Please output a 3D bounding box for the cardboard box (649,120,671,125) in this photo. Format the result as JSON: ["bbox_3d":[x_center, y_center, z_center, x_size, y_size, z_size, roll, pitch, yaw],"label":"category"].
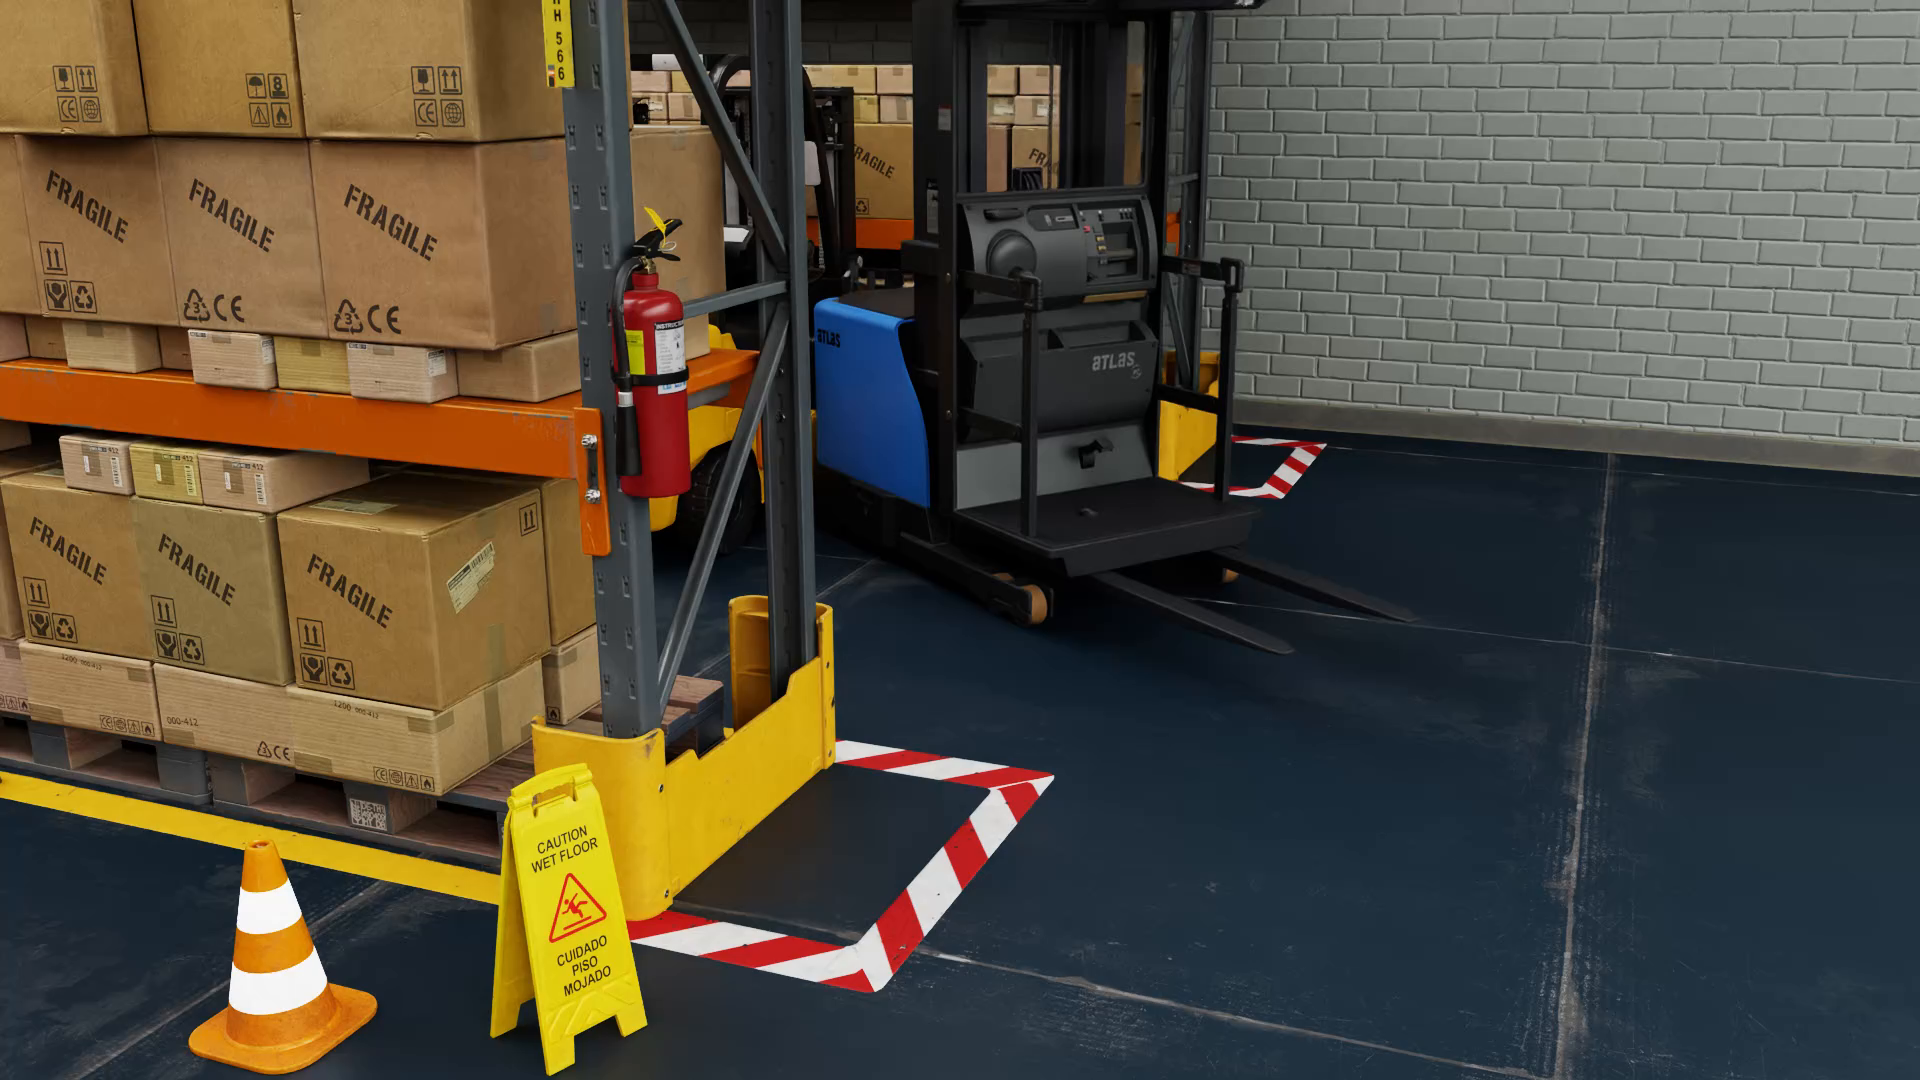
[{"bbox_3d":[-1.774,-2.196,9.680,0.500,0.500,0.500,7,17,22],"label":"cardboard box"}]

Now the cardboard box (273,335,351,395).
[{"bbox_3d":[-1.612,-0.505,4.482,0.250,0.149,0.380,6,17,20],"label":"cardboard box"}]

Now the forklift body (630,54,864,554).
[{"bbox_3d":[-1.294,-1.214,7.999,1.214,2.155,2.313,6,17,21],"label":"forklift body"}]

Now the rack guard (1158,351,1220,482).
[{"bbox_3d":[1.162,-0.698,9.183,0.348,0.500,1.175,6,17,21],"label":"rack guard"}]

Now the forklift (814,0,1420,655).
[{"bbox_3d":[0.534,-1.217,6.609,1.130,2.935,3.031,-10,19,-31],"label":"forklift"}]

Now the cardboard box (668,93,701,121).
[{"bbox_3d":[-1.442,-2.452,9.397,0.250,0.149,0.380,6,17,20],"label":"cardboard box"}]

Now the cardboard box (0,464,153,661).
[{"bbox_3d":[-2.473,0.025,5.041,0.500,0.500,0.500,6,17,19],"label":"cardboard box"}]

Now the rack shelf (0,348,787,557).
[{"bbox_3d":[-2.539,-0.473,5.212,4.000,0.370,1.077,6,17,21],"label":"rack shelf"}]

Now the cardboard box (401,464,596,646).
[{"bbox_3d":[-1.350,-0.011,5.166,0.500,0.500,0.500,6,17,19],"label":"cardboard box"}]

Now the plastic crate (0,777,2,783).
[{"bbox_3d":[-3.240,0.753,4.938,0.583,0.080,0.402,0,16,1],"label":"plastic crate"}]

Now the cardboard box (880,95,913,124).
[{"bbox_3d":[-0.246,-2.328,8.969,0.250,0.149,0.380,6,17,19],"label":"cardboard box"}]

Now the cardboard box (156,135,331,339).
[{"bbox_3d":[-1.749,-0.841,4.477,0.500,0.500,0.500,6,17,21],"label":"cardboard box"}]

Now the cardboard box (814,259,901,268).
[{"bbox_3d":[-0.640,-1.519,9.912,0.500,0.250,0.500,6,17,20],"label":"cardboard box"}]

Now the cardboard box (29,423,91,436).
[{"bbox_3d":[-2.802,-0.170,5.711,0.500,0.500,0.500,7,18,24],"label":"cardboard box"}]

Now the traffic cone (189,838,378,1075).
[{"bbox_3d":[-1.552,0.895,3.760,0.334,0.463,0.336,6,17,21],"label":"traffic cone"}]

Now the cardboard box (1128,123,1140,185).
[{"bbox_3d":[0.780,-2.072,9.251,0.500,0.500,0.500,7,18,22],"label":"cardboard box"}]

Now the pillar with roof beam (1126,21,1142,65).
[{"bbox_3d":[-0.757,-3.971,5.211,0.400,9.000,9.100,6,17,21],"label":"pillar with roof beam"}]

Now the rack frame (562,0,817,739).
[{"bbox_3d":[-0.679,-0.614,4.407,0.127,3.000,1.000,6,17,21],"label":"rack frame"}]

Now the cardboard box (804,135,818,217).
[{"bbox_3d":[-0.843,-2.088,9.306,0.500,0.500,0.500,6,17,21],"label":"cardboard box"}]

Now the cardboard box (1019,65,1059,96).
[{"bbox_3d":[0.488,-2.403,8.694,0.250,0.149,0.380,6,17,21],"label":"cardboard box"}]

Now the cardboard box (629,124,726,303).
[{"bbox_3d":[-1.017,-0.925,4.766,0.500,0.500,0.500,6,17,20],"label":"cardboard box"}]

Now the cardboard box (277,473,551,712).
[{"bbox_3d":[-1.519,0.131,4.676,0.500,0.500,0.500,6,17,21],"label":"cardboard box"}]

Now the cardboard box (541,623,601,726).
[{"bbox_3d":[-1.327,0.351,5.263,0.500,0.250,0.500,6,17,20],"label":"cardboard box"}]

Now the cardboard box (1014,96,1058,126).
[{"bbox_3d":[0.465,-2.242,8.674,0.250,0.149,0.380,7,17,22],"label":"cardboard box"}]

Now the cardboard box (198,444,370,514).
[{"bbox_3d":[-1.886,-0.201,4.655,0.250,0.149,0.380,7,18,22],"label":"cardboard box"}]

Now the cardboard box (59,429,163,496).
[{"bbox_3d":[-2.363,-0.255,4.841,0.250,0.149,0.380,7,18,23],"label":"cardboard box"}]

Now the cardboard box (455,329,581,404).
[{"bbox_3d":[-1.105,-0.476,4.383,0.250,0.149,0.380,7,18,22],"label":"cardboard box"}]

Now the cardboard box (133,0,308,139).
[{"bbox_3d":[-1.702,-1.334,4.382,0.500,0.500,0.700,6,17,21],"label":"cardboard box"}]

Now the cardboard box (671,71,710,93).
[{"bbox_3d":[-1.424,-2.604,9.386,0.250,0.149,0.380,6,17,20],"label":"cardboard box"}]

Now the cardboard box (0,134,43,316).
[{"bbox_3d":[-2.677,-0.950,4.852,0.500,0.500,0.500,6,17,21],"label":"cardboard box"}]

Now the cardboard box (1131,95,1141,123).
[{"bbox_3d":[0.919,-2.363,9.089,0.250,0.149,0.380,6,17,19],"label":"cardboard box"}]

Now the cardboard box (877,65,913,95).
[{"bbox_3d":[-0.253,-2.465,8.909,0.250,0.149,0.380,7,18,22],"label":"cardboard box"}]

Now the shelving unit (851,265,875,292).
[{"bbox_3d":[0.023,-0.822,8.416,1.048,1.125,0.538,-4,13,-13],"label":"shelving unit"}]

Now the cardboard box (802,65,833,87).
[{"bbox_3d":[-0.700,-2.541,9.170,0.250,0.149,0.380,7,17,21],"label":"cardboard box"}]

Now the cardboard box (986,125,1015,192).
[{"bbox_3d":[0.106,-1.987,8.959,0.500,0.500,0.500,7,18,22],"label":"cardboard box"}]

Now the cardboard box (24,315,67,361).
[{"bbox_3d":[-2.520,-0.637,4.939,0.250,0.149,0.380,6,17,21],"label":"cardboard box"}]

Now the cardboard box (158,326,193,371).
[{"bbox_3d":[-2.049,-0.586,4.762,0.250,0.149,0.380,7,17,21],"label":"cardboard box"}]

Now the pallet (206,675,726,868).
[{"bbox_3d":[-1.492,0.626,5.140,1.213,0.211,1.003,6,17,21],"label":"pallet"}]

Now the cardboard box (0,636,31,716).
[{"bbox_3d":[-2.955,0.332,5.329,0.500,0.250,0.500,6,17,20],"label":"cardboard box"}]

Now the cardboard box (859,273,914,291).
[{"bbox_3d":[-0.354,-1.329,9.255,0.500,0.250,0.500,7,17,21],"label":"cardboard box"}]

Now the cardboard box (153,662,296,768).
[{"bbox_3d":[-2.008,0.437,4.966,0.500,0.250,0.500,6,17,21],"label":"cardboard box"}]
